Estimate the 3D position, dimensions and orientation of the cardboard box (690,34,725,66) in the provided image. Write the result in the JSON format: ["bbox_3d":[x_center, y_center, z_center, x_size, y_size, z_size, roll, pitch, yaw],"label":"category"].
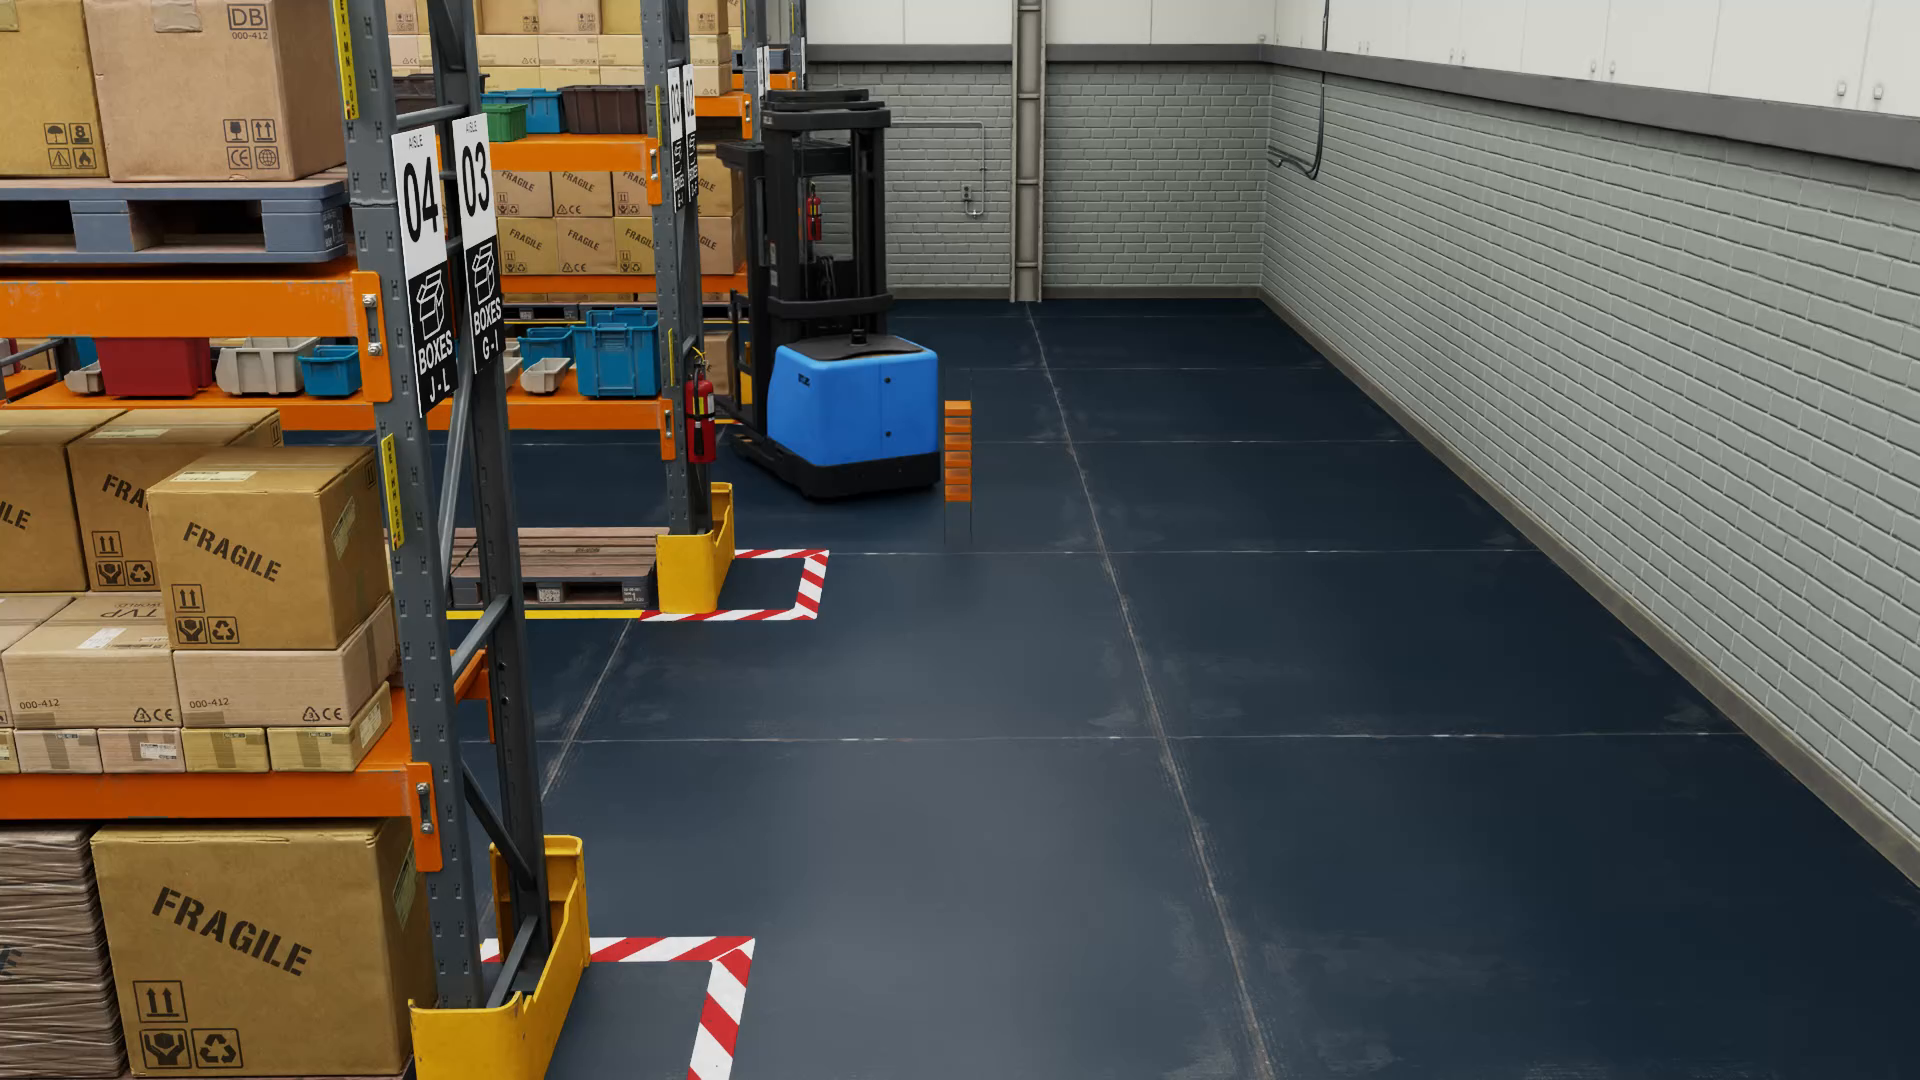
[{"bbox_3d":[-2.286,-4.180,14.182,0.500,0.250,0.500,0,18,-1],"label":"cardboard box"}]

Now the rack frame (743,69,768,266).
[{"bbox_3d":[-1.777,-2.665,14.944,0.127,3.000,1.000,0,18,-1],"label":"rack frame"}]

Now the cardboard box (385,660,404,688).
[{"bbox_3d":[-1.984,0.381,5.860,0.250,0.149,0.380,0,18,0],"label":"cardboard box"}]

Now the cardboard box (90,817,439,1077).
[{"bbox_3d":[-2.263,1.200,5.687,0.875,0.875,0.875,0,18,-1],"label":"cardboard box"}]

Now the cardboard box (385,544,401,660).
[{"bbox_3d":[-2.108,0.210,5.740,0.500,0.250,0.500,-1,18,-2],"label":"cardboard box"}]

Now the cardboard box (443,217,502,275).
[{"bbox_3d":[-4.250,-2.618,14.633,0.500,0.500,0.500,0,18,-1],"label":"cardboard box"}]

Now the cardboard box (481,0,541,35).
[{"bbox_3d":[-3.791,-4.624,14.340,0.500,0.500,0.700,0,18,-1],"label":"cardboard box"}]

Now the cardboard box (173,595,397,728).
[{"bbox_3d":[-2.105,0.374,5.230,0.500,0.250,0.500,-1,18,-2],"label":"cardboard box"}]

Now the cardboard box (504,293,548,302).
[{"bbox_3d":[-5.109,-3.141,19.832,0.500,0.500,0.700,0,18,0],"label":"cardboard box"}]

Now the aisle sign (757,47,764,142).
[{"bbox_3d":[-1.704,-3.810,14.257,0.004,0.787,0.394,0,18,-1],"label":"aisle sign"}]

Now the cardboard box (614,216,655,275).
[{"bbox_3d":[-2.739,-2.624,14.652,0.500,0.500,0.500,0,18,0],"label":"cardboard box"}]

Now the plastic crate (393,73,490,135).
[{"bbox_3d":[-3.234,-2.627,10.018,0.767,0.338,0.504,0,18,-1],"label":"plastic crate"}]

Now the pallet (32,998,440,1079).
[{"bbox_3d":[-2.422,1.716,5.852,1.213,0.211,1.003,0,18,-1],"label":"pallet"}]

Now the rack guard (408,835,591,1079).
[{"bbox_3d":[-1.600,1.551,5.895,0.348,0.500,1.175,0,18,-1],"label":"rack guard"}]

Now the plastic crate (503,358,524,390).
[{"bbox_3d":[-2.805,-0.999,10.084,0.243,0.136,0.396,0,18,-1],"label":"plastic crate"}]

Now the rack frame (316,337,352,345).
[{"bbox_3d":[-5.776,-2.646,14.884,0.127,3.000,1.000,0,18,-1],"label":"rack frame"}]

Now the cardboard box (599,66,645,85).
[{"bbox_3d":[-2.786,-3.940,14.253,0.500,0.250,0.500,0,18,-1],"label":"cardboard box"}]

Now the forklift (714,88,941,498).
[{"bbox_3d":[-1.259,-2.113,13.335,1.130,2.935,3.031,-9,20,-25],"label":"forklift"}]

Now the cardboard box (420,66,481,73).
[{"bbox_3d":[-4.286,-3.932,14.231,0.500,0.250,0.500,0,18,-1],"label":"cardboard box"}]

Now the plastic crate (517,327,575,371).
[{"bbox_3d":[-2.613,-1.197,10.545,0.300,0.233,0.416,0,18,-1],"label":"plastic crate"}]

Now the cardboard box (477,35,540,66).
[{"bbox_3d":[-3.786,-4.171,14.157,0.500,0.250,0.500,0,18,-1],"label":"cardboard box"}]

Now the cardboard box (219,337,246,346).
[{"bbox_3d":[-6.265,-1.575,14.919,0.500,0.500,0.500,0,18,-1],"label":"cardboard box"}]

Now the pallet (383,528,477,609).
[{"bbox_3d":[-3.744,0.173,10.663,1.213,0.211,1.003,0,18,-1],"label":"pallet"}]

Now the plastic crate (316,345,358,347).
[{"bbox_3d":[-3.966,-1.136,10.512,0.466,0.136,0.293,0,18,-1],"label":"plastic crate"}]

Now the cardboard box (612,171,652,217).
[{"bbox_3d":[-2.723,-3.100,14.500,0.500,0.500,0.500,0,18,1],"label":"cardboard box"}]

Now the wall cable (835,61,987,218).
[{"bbox_3d":[-0.593,-4.957,20.425,1.851,1.984,0.084,0,18,-1],"label":"wall cable"}]

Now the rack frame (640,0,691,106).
[{"bbox_3d":[-1.702,-4.009,9.312,0.127,3.000,1.000,0,18,-1],"label":"rack frame"}]

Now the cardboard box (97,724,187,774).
[{"bbox_3d":[-2.487,0.585,5.224,0.250,0.149,0.380,0,18,-1],"label":"cardboard box"}]

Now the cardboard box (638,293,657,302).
[{"bbox_3d":[-3.560,-3.149,19.857,0.500,0.500,0.700,-1,18,-3],"label":"cardboard box"}]

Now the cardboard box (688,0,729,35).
[{"bbox_3d":[-2.290,-4.610,14.295,0.500,0.500,0.700,0,18,-1],"label":"cardboard box"}]

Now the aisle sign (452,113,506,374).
[{"bbox_3d":[-1.557,-0.969,5.402,0.004,0.787,0.394,0,18,-1],"label":"aisle sign"}]

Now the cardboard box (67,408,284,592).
[{"bbox_3d":[-2.608,-0.144,5.618,0.500,0.500,0.500,-1,18,-2],"label":"cardboard box"}]

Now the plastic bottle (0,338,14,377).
[{"bbox_3d":[-6.099,-1.206,10.478,0.185,0.351,0.144,0,18,-1],"label":"plastic bottle"}]

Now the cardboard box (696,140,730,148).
[{"bbox_3d":[-3.096,-4.308,19.576,0.700,0.700,0.980,0,18,-1],"label":"cardboard box"}]

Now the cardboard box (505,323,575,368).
[{"bbox_3d":[-3.898,-1.677,15.232,0.637,0.503,0.797,0,18,-1],"label":"cardboard box"}]

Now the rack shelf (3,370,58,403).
[{"bbox_3d":[-7.702,-0.781,10.248,4.000,0.370,1.077,0,18,-1],"label":"rack shelf"}]

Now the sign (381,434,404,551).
[{"bbox_3d":[-1.630,-0.138,4.783,0.005,0.325,0.100,0,18,-1],"label":"sign"}]

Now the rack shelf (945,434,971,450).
[{"bbox_3d":[-0.014,-0.643,11.341,0.180,0.103,0.258,0,18,-1],"label":"rack shelf"}]

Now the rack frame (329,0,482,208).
[{"bbox_3d":[-1.624,-2.496,4.596,0.127,3.000,1.000,0,18,-1],"label":"rack frame"}]

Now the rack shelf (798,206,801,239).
[{"bbox_3d":[-3.859,-3.826,19.741,4.000,0.370,1.077,0,18,-1],"label":"rack shelf"}]

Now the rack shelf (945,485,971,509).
[{"bbox_3d":[-0.014,-0.300,11.451,0.180,0.103,0.258,0,18,-1],"label":"rack shelf"}]

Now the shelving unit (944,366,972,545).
[{"bbox_3d":[-0.014,-0.571,11.364,0.189,1.200,0.258,0,18,-1],"label":"shelving unit"}]

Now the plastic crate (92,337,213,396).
[{"bbox_3d":[-4.805,-1.120,9.924,0.583,0.464,0.402,0,18,-1],"label":"plastic crate"}]

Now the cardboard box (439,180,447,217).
[{"bbox_3d":[-4.271,-3.091,14.471,0.500,0.500,0.500,-1,18,-2],"label":"cardboard box"}]

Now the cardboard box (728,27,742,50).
[{"bbox_3d":[-2.587,-5.698,18.882,0.500,0.250,0.500,0,18,1],"label":"cardboard box"}]

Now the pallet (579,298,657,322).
[{"bbox_3d":[-3.874,-2.817,19.985,1.213,0.211,1.003,0,18,-1],"label":"pallet"}]

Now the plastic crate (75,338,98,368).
[{"bbox_3d":[-5.240,-1.260,10.493,0.575,0.384,0.392,0,18,-1],"label":"plastic crate"}]

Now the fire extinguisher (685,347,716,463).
[{"bbox_3d":[-1.544,-0.800,9.867,0.183,0.674,0.296,0,18,-1],"label":"fire extinguisher"}]

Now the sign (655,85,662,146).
[{"bbox_3d":[-1.678,-2.363,9.263,0.005,0.325,0.100,0,18,-1],"label":"sign"}]

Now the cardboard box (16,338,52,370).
[{"bbox_3d":[-8.291,-1.566,14.889,0.500,0.500,0.500,-1,18,-2],"label":"cardboard box"}]

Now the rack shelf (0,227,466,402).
[{"bbox_3d":[-3.624,-0.715,5.134,4.000,0.370,1.077,0,18,-1],"label":"rack shelf"}]
